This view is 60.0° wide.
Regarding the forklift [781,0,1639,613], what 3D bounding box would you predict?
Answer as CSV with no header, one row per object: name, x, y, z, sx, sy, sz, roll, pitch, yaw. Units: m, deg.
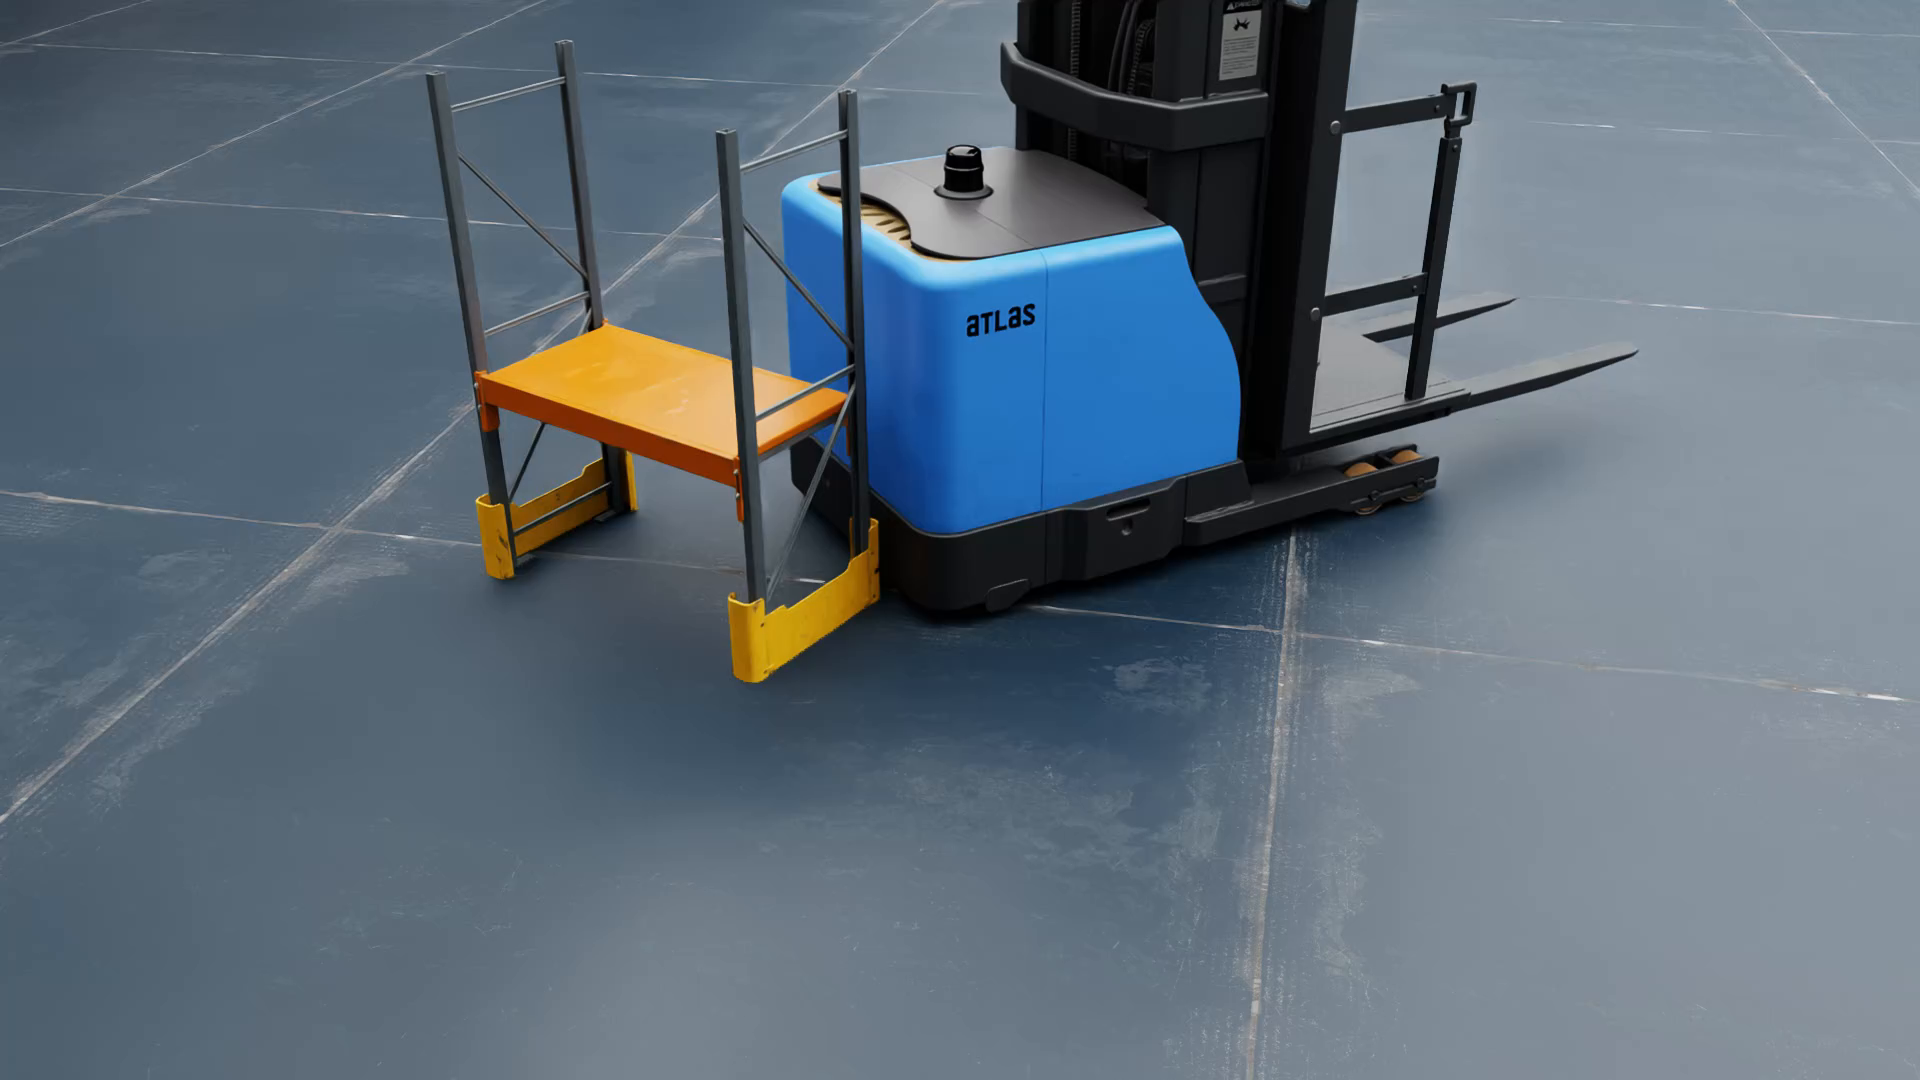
forklift,0.989,-1.573,5.072,3.031,2.935,1.130,-15,32,-25

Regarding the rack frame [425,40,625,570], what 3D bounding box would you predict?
rack frame,-1.249,-0.661,4.895,0.032,1.500,0.500,18,34,30

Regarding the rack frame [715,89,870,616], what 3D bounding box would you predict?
rack frame,-0.413,-0.383,4.387,0.032,1.500,0.500,18,34,30

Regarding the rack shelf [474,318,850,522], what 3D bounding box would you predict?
rack shelf,-0.831,-0.364,4.728,1.000,0.185,0.538,18,34,30

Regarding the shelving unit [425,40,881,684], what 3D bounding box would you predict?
shelving unit,-0.838,-0.524,4.646,1.083,1.500,0.587,18,34,30

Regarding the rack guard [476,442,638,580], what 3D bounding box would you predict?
rack guard,-1.248,-0.112,5.195,0.087,0.250,0.587,18,34,30

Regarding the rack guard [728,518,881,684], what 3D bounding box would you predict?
rack guard,-0.429,0.160,4.697,0.087,0.250,0.587,18,34,30
